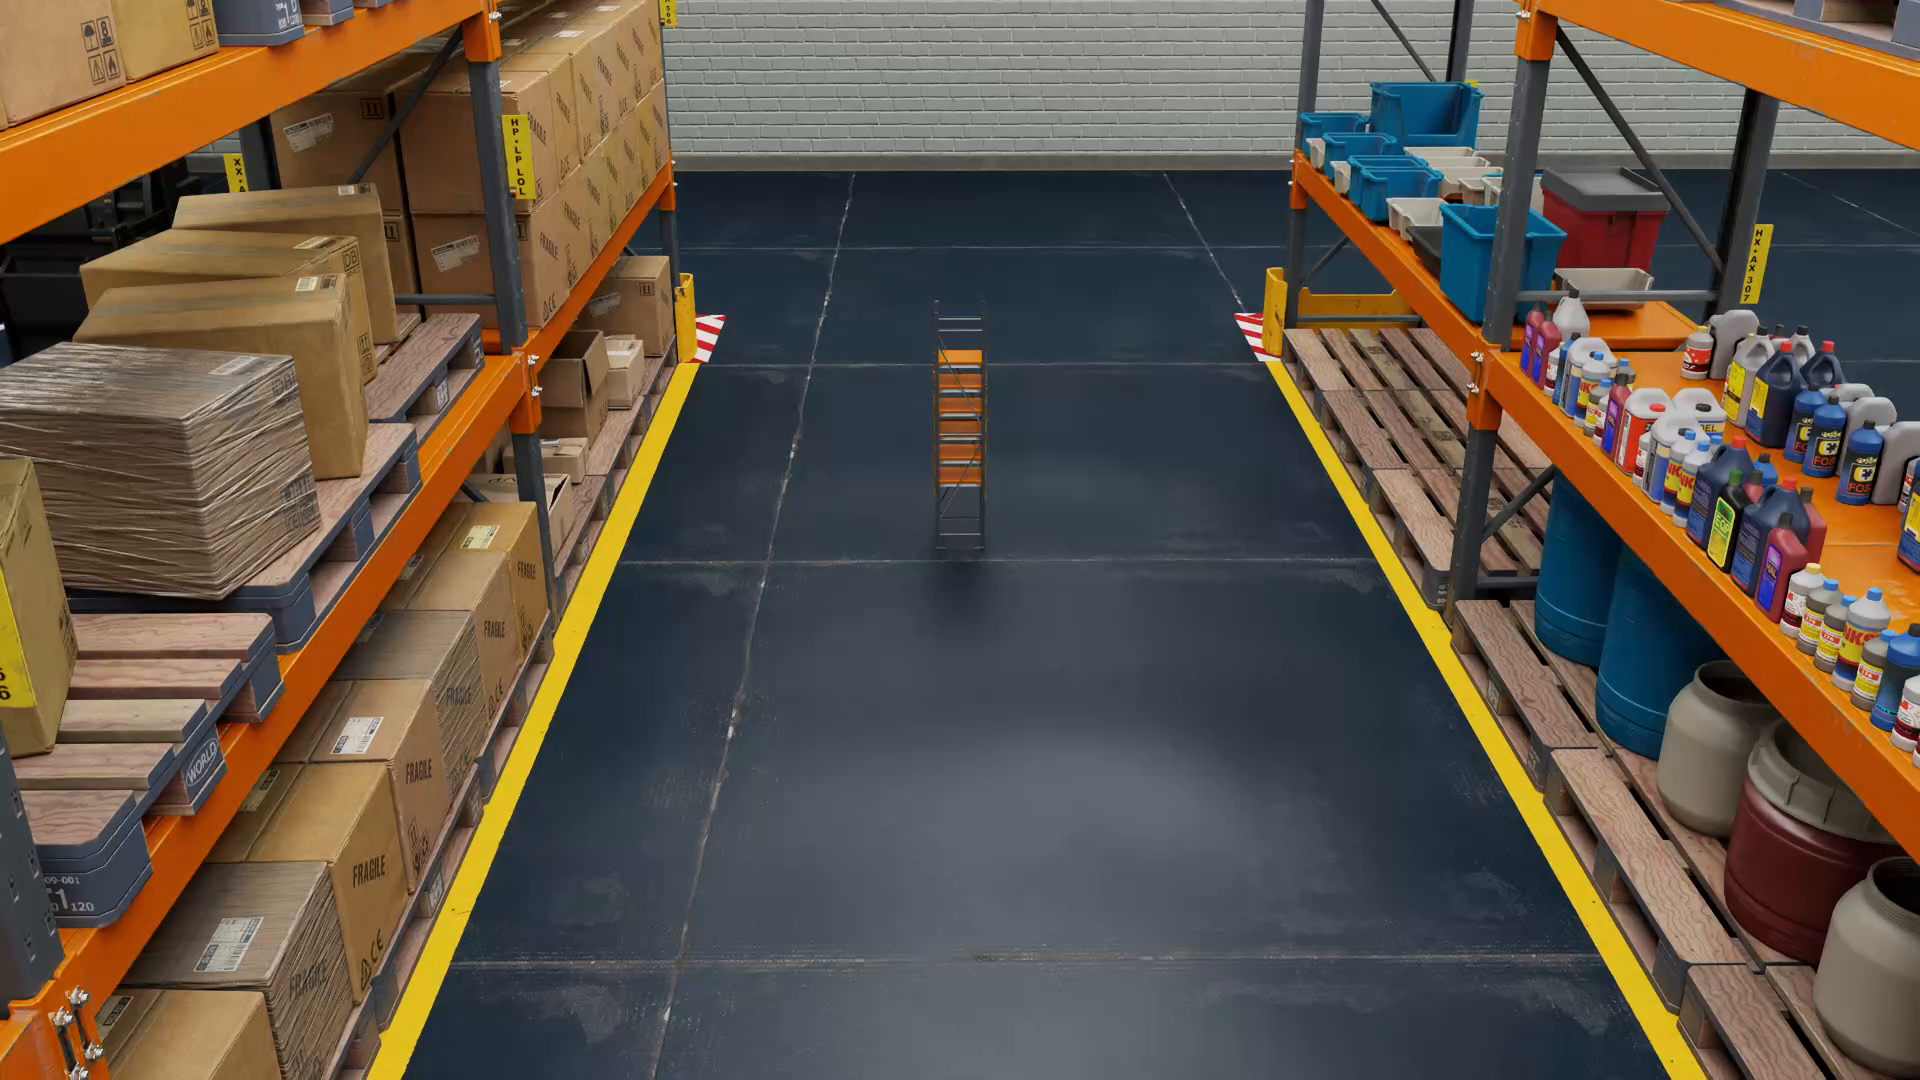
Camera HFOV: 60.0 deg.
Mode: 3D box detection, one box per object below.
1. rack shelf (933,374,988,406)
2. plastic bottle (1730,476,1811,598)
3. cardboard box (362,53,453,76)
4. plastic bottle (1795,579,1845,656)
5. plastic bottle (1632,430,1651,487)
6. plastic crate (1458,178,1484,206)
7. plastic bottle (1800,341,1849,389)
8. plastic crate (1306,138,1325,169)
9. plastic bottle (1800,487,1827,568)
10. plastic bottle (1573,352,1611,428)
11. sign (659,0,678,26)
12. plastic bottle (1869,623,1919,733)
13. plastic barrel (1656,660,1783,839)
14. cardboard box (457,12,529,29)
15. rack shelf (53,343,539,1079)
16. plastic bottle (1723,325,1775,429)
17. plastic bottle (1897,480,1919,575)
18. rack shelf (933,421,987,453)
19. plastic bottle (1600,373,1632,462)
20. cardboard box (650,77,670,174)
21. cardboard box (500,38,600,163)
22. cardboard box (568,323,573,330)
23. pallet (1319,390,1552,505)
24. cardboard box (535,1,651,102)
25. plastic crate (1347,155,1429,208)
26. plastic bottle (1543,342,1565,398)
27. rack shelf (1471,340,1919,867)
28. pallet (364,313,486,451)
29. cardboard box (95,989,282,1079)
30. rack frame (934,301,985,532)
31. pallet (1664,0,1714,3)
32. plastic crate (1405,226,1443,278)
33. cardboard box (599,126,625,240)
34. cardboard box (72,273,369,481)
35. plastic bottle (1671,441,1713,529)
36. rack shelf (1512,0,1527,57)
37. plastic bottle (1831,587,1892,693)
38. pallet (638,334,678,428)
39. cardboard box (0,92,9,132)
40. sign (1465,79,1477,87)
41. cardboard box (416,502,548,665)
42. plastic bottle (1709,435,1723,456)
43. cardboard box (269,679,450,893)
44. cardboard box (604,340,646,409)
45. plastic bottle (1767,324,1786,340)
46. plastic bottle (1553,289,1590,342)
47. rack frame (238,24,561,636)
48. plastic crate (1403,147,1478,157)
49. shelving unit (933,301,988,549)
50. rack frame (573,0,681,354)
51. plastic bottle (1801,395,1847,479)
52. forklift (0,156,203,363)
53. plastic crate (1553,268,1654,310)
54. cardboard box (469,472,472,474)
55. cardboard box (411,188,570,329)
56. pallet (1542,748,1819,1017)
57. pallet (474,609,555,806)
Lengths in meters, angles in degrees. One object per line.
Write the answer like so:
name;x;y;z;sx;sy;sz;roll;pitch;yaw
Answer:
rack shelf;0.000;-0.719;7.909;0.258;0.103;0.180;0;24;-1
plastic bottle;2.308;-0.021;4.716;0.144;0.351;0.185;0;24;-1
cardboard box;-2.558;-1.889;7.452;0.500;0.500;0.500;-1;24;-2
plastic bottle;2.289;0.200;4.408;0.097;0.201;0.097;0;24;0
plastic bottle;2.276;-0.278;5.465;0.097;0.201;0.097;0;24;0
plastic crate;2.852;-1.854;8.958;0.298;0.136;0.250;0;24;-1
plastic bottle;3.007;-0.514;5.807;0.144;0.351;0.185;0;24;-1
plastic crate;2.219;-2.310;9.965;0.250;0.136;0.298;0;24;-1
plastic bottle;2.410;-0.001;4.755;0.061;0.283;0.133;0;24;-1
plastic bottle;2.270;-0.541;5.961;0.097;0.271;0.097;0;24;0
sign;-1.774;-3.284;10.082;0.100;0.325;0.005;0;24;-1
plastic bottle;2.293;0.329;4.039;0.097;0.271;0.097;0;24;0
plastic barrel;2.581;0.701;5.569;0.421;0.512;0.421;0;24;0
cardboard box;-2.574;-2.513;8.832;0.500;0.500;0.500;0;24;0
rack shelf;-2.263;0.182;5.080;1.077;0.370;4.000;0;24;-1
plastic bottle;2.861;-0.590;5.974;0.144;0.351;0.185;0;24;-1
plastic bottle;2.867;-0.080;4.848;0.144;0.351;0.185;0;24;-1
rack shelf;0.000;-0.500;8.008;0.258;0.103;0.180;0;24;-1
plastic bottle;2.255;-0.418;5.676;0.061;0.283;0.133;0;24;-1
cardboard box;-2.052;-2.480;9.972;0.500;0.500;0.500;0;24;1
cardboard box;-2.020;-2.091;7.898;0.500;0.500;0.500;-1;24;-2
cardboard box;-2.601;-1.134;9.920;0.500;0.250;0.500;0;24;-1
pallet;2.605;-0.527;9.158;1.003;0.211;1.213;0;24;-1
cardboard box;-2.043;-2.729;9.308;0.500;0.500;0.500;0;24;1
plastic crate;2.312;-1.944;9.038;0.416;0.233;0.300;0;24;-1
plastic bottle;2.266;-0.644;6.276;0.097;0.201;0.097;0;24;0
rack shelf;2.690;0.162;5.126;1.077;0.370;4.000;0;24;-1
pallet;-2.385;-0.552;6.064;1.003;0.211;1.213;0;24;-1
cardboard box;-1.961;1.428;3.951;0.500;0.500;0.500;1;24;2
rack frame;-0.001;-0.578;8.073;0.240;1.200;0.006;0;24;-1
pallet;2.774;-1.948;5.507;1.213;0.211;1.003;0;24;-1
plastic crate;2.387;-1.352;7.861;0.437;0.125;0.590;0;24;-1
cardboard box;-2.037;-1.853;8.586;0.500;0.500;0.500;-1;24;-1
cardboard box;-2.204;-0.479;5.038;0.700;0.500;0.500;-6;25;-14
plastic bottle;2.280;-0.174;5.151;0.097;0.271;0.097;0;24;0
rack shelf;2.646;-2.853;8.152;1.077;0.370;4.000;0;24;-1
plastic bottle;2.291;0.249;4.216;0.097;0.271;0.097;0;24;0
pallet;-2.318;-0.987;10.177;1.003;0.211;1.213;0;24;-1
cardboard box;-2.280;-0.913;2.868;0.910;0.500;0.500;0;24;-1
sign;3.174;-2.722;10.431;0.100;0.325;0.005;0;24;-1
cardboard box;-1.993;0.171;6.731;0.500;0.500;0.500;0;24;-1
plastic bottle;2.429;-0.238;5.378;0.097;0.201;0.097;0;24;0
cardboard box;-1.983;0.791;5.361;0.500;0.500;0.500;-1;24;-2
cardboard box;-2.096;-0.951;9.515;0.500;0.250;0.500;0;24;-1
plastic bottle;3.044;-0.681;6.257;0.061;0.283;0.133;0;24;-1
plastic bottle;2.348;-0.805;6.449;0.144;0.351;0.185;0;24;-1
rack frame;-2.285;-0.970;6.754;1.000;3.000;0.127;0;24;-1
plastic crate;2.814;-2.211;9.745;0.396;0.136;0.243;0;24;-1
shelving unit;0.000;-0.541;7.990;0.258;1.200;0.189;0;24;-1
rack frame;-2.329;-2.618;10.398;1.000;3.000;0.127;0;24;-1
plastic bottle;2.882;-0.349;5.537;0.097;0.271;0.097;0;24;0
forklift;-4.783;-1.817;8.710;1.130;2.935;3.031;1;24;2
plastic crate;2.806;-1.090;7.267;0.396;0.136;0.243;0;24;-1
cardboard box;-2.575;-0.265;7.694;0.500;0.500;0.500;0;24;-1
cardboard box;-2.018;-1.226;7.200;0.500;0.500;0.500;0;24;1
pallet;2.651;1.102;5.556;1.003;0.211;1.213;0;24;-1
pallet;-2.238;0.636;6.588;1.003;0.211;1.213;0;24;-1
